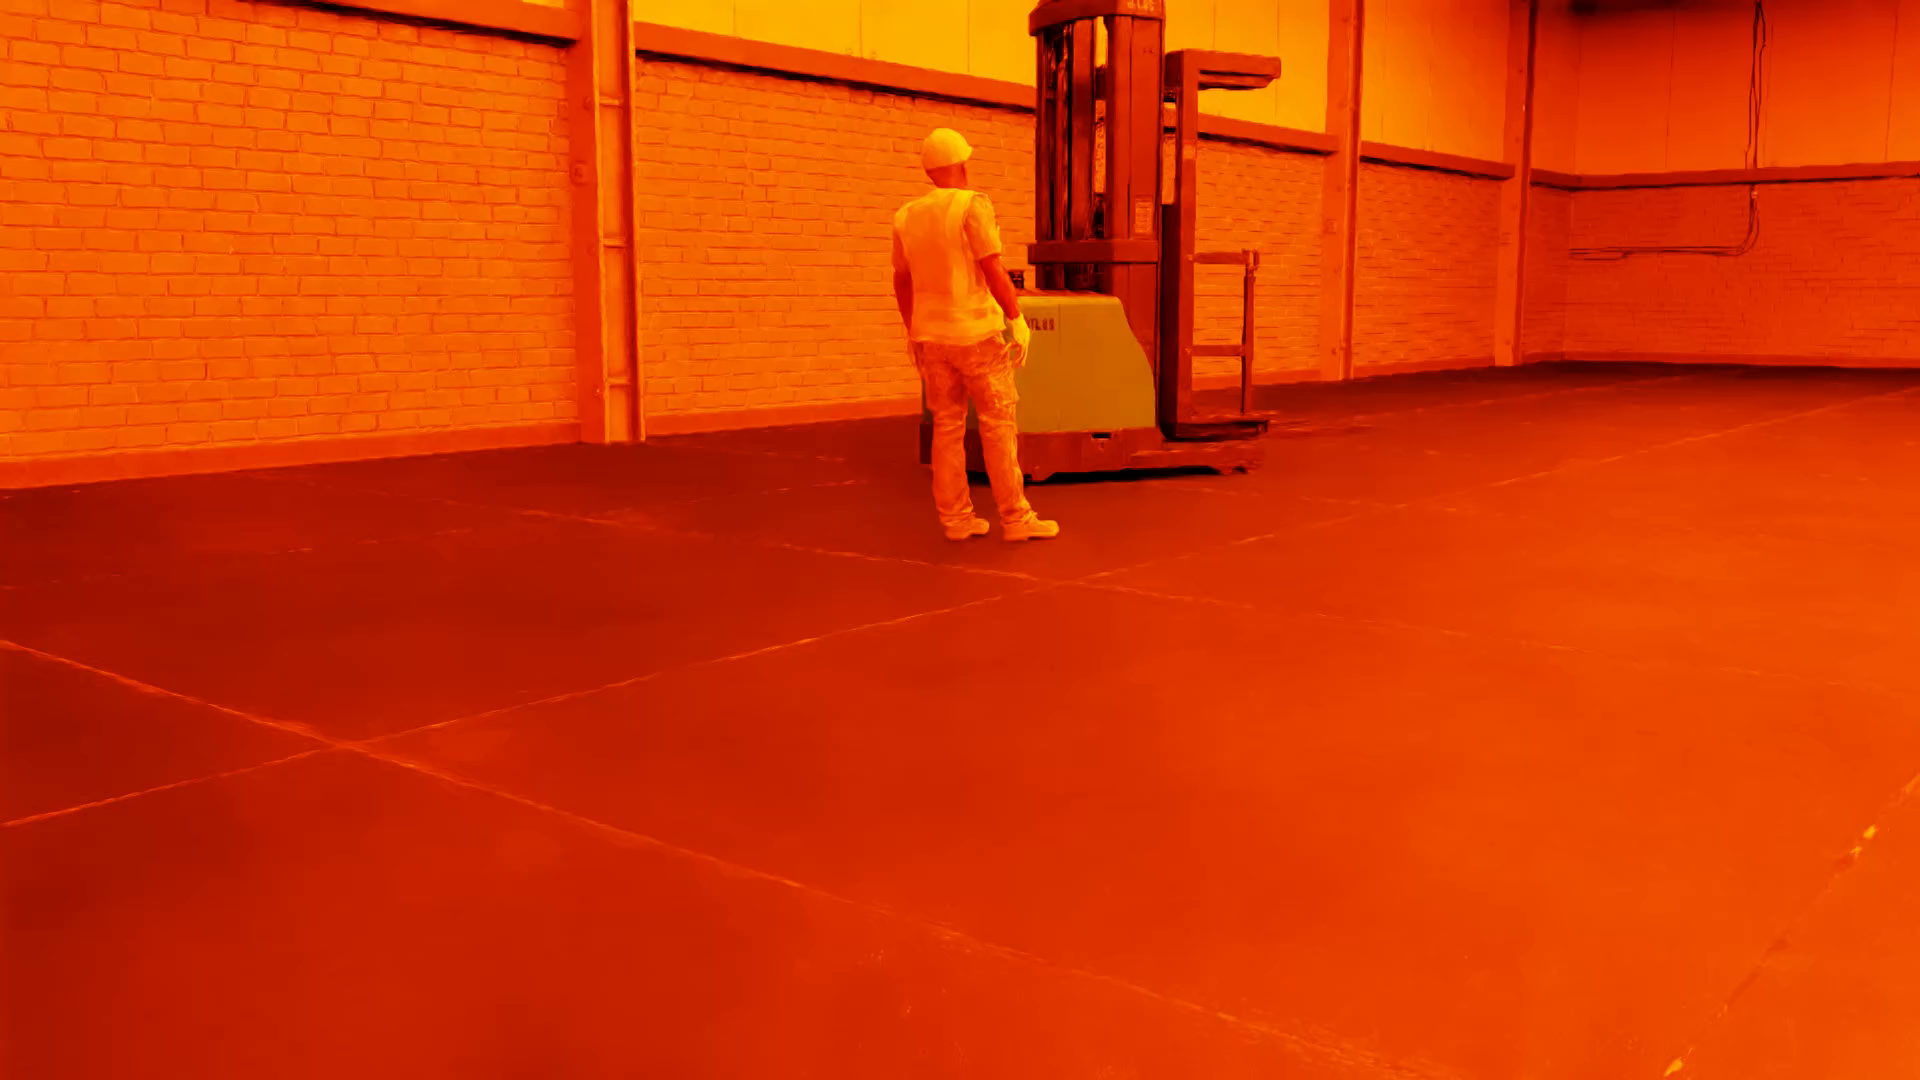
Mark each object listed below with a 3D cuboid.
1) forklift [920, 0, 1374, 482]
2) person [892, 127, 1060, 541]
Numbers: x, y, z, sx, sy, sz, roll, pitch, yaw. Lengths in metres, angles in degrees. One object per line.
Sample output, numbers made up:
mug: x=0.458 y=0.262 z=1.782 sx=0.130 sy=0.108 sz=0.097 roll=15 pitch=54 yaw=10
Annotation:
forklift: x=1.282 y=-1.916 z=10.377 sx=3.031 sy=2.935 sz=1.130 roll=-5 pitch=10 yaw=-31
person: x=0.051 y=-0.897 z=7.326 sx=0.655 sy=1.782 sz=0.576 roll=7 pitch=11 yaw=38
